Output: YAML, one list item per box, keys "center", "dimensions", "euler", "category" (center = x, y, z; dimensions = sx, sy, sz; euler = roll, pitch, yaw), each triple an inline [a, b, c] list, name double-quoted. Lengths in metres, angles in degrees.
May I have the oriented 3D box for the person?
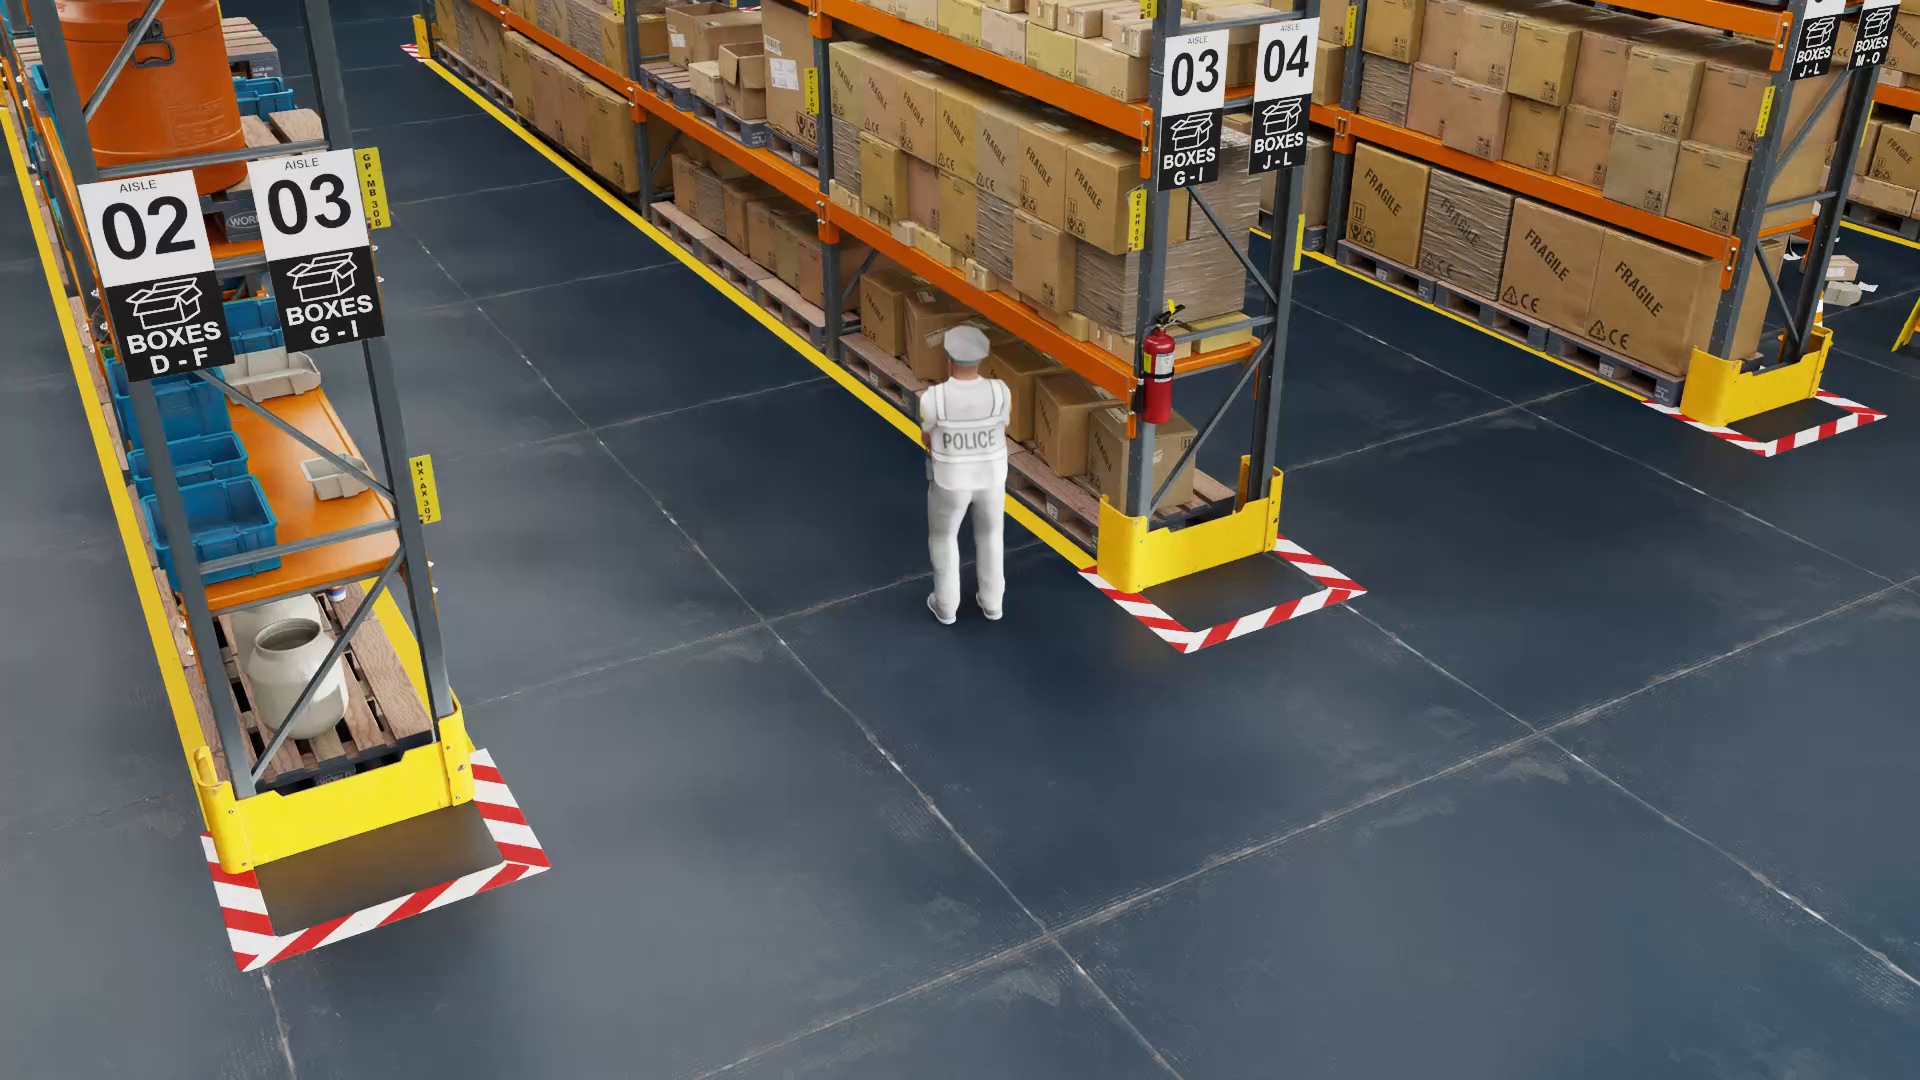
- center: [0.011, -0.387, 9.236]
  dimensions: [0.504, 1.772, 0.562]
  euler: [-6, 29, -10]
  category: "person"
